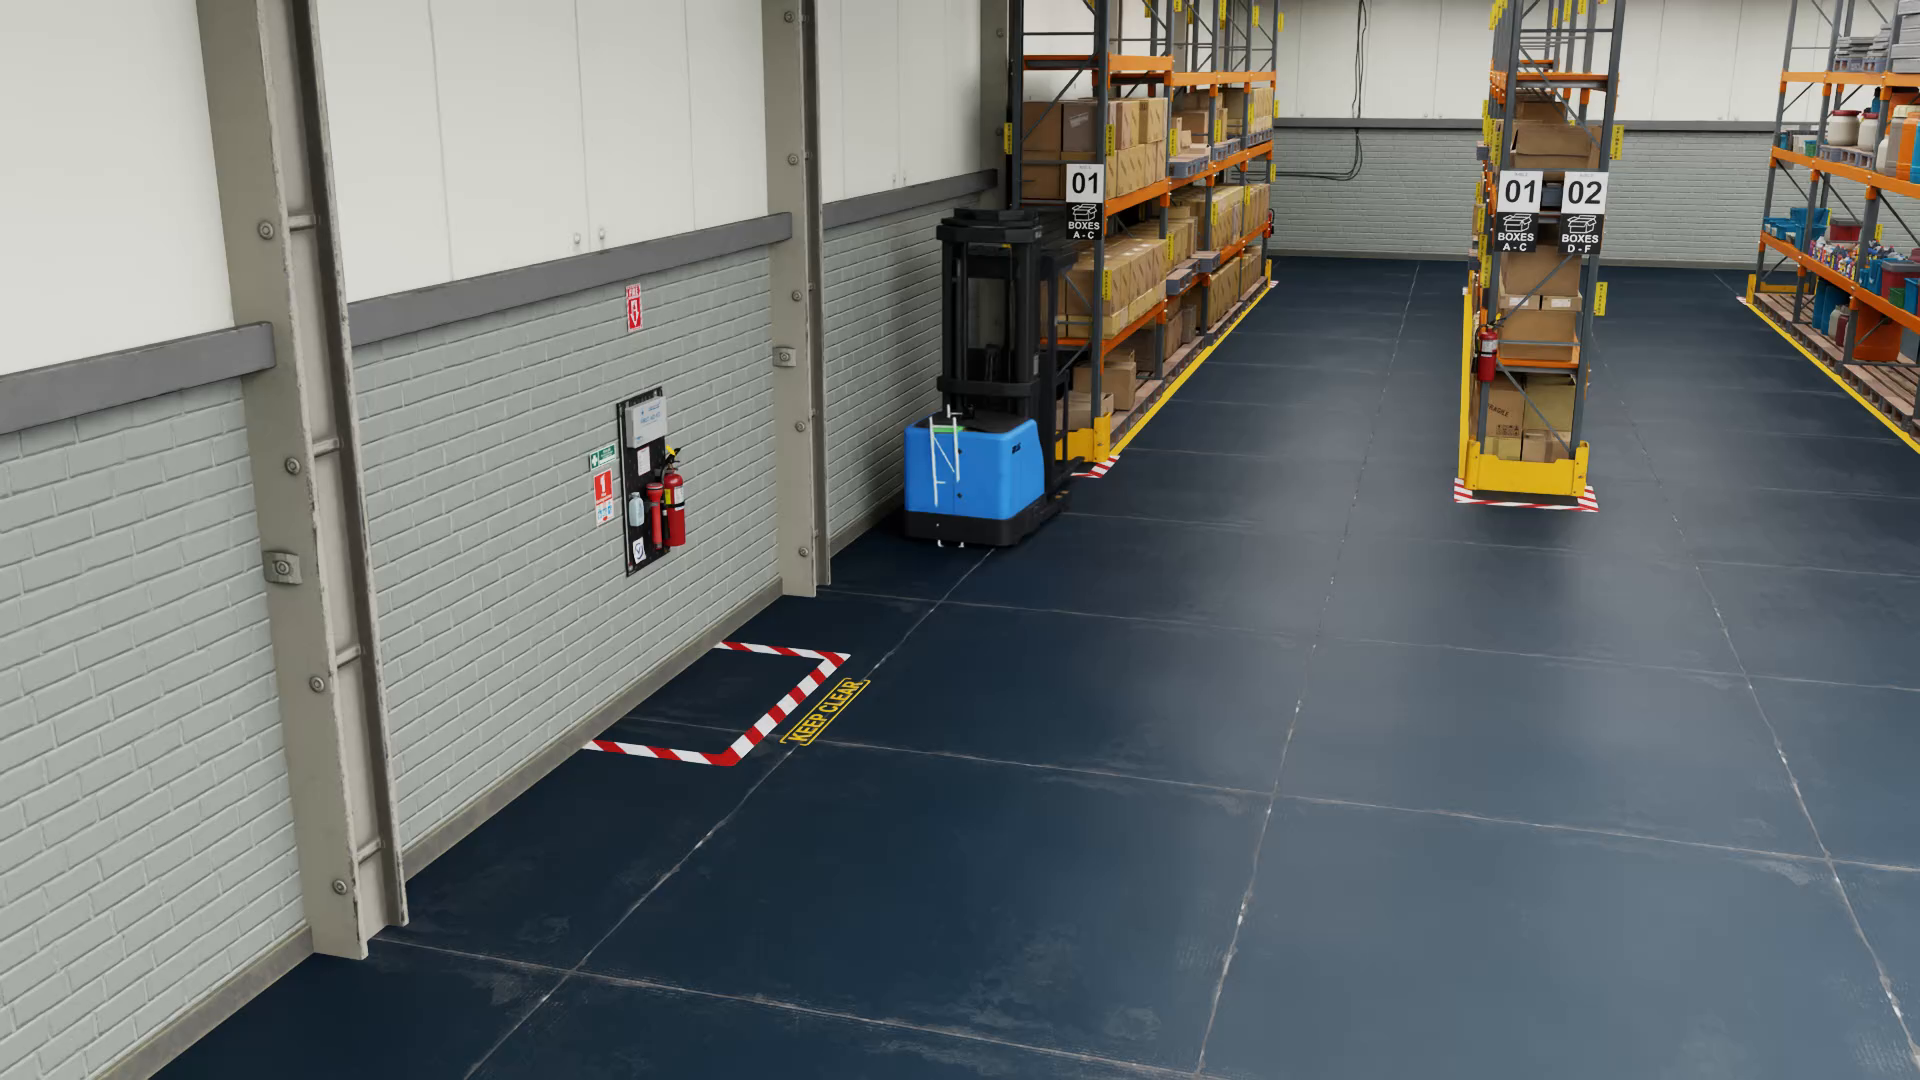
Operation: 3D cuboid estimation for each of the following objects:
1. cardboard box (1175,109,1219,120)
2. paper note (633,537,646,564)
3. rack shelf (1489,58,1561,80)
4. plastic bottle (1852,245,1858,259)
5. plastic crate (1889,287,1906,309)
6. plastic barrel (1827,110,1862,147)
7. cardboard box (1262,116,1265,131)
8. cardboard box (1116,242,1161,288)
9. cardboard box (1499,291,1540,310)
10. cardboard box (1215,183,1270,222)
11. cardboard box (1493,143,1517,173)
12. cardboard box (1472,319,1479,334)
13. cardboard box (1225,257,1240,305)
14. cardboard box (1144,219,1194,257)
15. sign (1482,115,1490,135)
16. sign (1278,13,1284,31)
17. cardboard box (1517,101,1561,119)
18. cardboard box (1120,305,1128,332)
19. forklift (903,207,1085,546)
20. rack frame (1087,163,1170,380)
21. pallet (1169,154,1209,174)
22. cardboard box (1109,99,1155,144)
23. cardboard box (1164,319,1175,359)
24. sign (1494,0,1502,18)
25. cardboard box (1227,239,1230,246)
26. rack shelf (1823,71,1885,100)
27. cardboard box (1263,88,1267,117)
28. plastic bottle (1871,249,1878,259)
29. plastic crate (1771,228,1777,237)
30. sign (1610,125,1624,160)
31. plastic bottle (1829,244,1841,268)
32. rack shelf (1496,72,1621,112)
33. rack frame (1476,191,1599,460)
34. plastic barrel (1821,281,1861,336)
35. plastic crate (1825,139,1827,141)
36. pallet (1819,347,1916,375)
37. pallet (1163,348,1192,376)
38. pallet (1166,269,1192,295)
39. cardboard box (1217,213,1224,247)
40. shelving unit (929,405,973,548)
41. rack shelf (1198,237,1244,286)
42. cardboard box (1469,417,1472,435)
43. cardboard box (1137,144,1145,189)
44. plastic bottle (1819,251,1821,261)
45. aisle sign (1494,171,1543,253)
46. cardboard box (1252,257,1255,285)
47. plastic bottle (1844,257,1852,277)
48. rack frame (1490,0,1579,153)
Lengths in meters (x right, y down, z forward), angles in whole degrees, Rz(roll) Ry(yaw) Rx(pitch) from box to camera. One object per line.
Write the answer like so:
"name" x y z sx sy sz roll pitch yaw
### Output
"cardboard box" 3.803 -6.702 26.896 0.700 0.500 0.500 5 16 16
"paper note" -2.143 0.070 11.122 0.016 0.148 0.142 5 16 16
"rack shelf" 9.777 -8.176 28.910 1.077 0.370 4.000 5 16 16
"plastic bottle" 14.030 -4.511 26.020 0.097 0.201 0.097 0 16 0
"plastic crate" 11.907 -3.012 20.761 0.450 0.188 0.662 5 16 16
"plastic barrel" 13.567 -6.322 25.525 0.433 0.535 0.433 0 16 0
"cardboard box" 5.351 -7.680 30.656 0.500 0.250 0.500 4 16 14
"cardboard box" 2.210 -3.424 20.690 0.500 0.500 0.500 5 16 16
"cardboard box" 5.724 -2.450 17.019 0.380 0.149 0.250 4 16 15
"cardboard box" 5.459 -6.554 32.311 0.980 0.700 0.700 5 17 18
"cardboard box" 6.031 -4.112 17.890 0.500 0.311 0.500 7 17 22
"cardboard box" 7.500 -2.965 23.447 0.500 0.311 0.500 4 16 14
"cardboard box" 4.398 -4.485 28.737 0.750 0.750 0.750 5 17 17
"cardboard box" 3.064 -4.439 24.414 0.700 0.500 0.500 3 16 11
"sign" 8.686 -6.846 27.447 0.100 0.325 0.005 5 16 16
"sign" 6.111 -9.872 31.707 0.100 0.325 0.005 5 16 16
"cardboard box" 7.288 -5.264 20.947 0.500 0.500 0.500 6 17 21
"cardboard box" 1.625 -2.536 18.931 0.500 0.250 0.500 4 16 14
"forklift" 0.470 -1.715 15.926 1.130 2.935 3.031 6 17 20
"rack frame" 2.184 -3.405 21.757 1.000 3.000 0.127 5 16 16
"pallet" 2.754 -5.182 22.871 1.213 0.211 1.003 5 16 16
"cardboard box" 2.018 -4.953 19.666 0.500 0.500 0.500 4 16 14
"cardboard box" 2.660 -2.877 23.671 0.700 0.500 0.500 5 17 17
"sign" 7.549 -7.481 23.278 0.100 0.325 0.005 5 16 16
"cardboard box" 4.316 -5.012 27.845 0.380 0.149 0.250 5 16 16
"rack shelf" 13.388 -6.554 23.917 1.077 0.370 4.000 5 16 16
"cardboard box" 5.355 -8.046 30.572 0.500 0.500 0.500 4 16 13
"plastic bottle" 13.678 -4.221 24.870 0.097 0.271 0.097 0 16 0
"plastic crate" 14.344 -5.384 29.108 0.250 0.136 0.298 5 16 16
"sign" 6.329 -3.832 16.020 0.100 0.325 0.005 5 16 16
"plastic bottle" 13.026 -4.219 24.718 0.144 0.351 0.185 5 16 16
"rack shelf" 6.367 -4.846 17.895 1.077 0.370 4.000 5 16 16
"rack frame" 5.798 -1.975 16.716 1.000 3.000 0.127 5 16 16
"plastic barrel" 13.584 -3.596 25.506 0.600 0.901 0.708 5 16 16
"plastic crate" 15.087 -6.837 28.749 0.450 0.188 0.336 5 16 16
"pallet" 13.004 -2.551 23.857 1.003 0.211 1.213 5 16 16
"pallet" 2.749 -2.587 23.985 1.003 0.211 1.213 5 16 16
"pallet" 2.541 -3.501 22.448 1.003 0.211 1.213 5 16 16
"cardboard box" 3.862 -4.896 26.248 0.500 0.500 0.500 5 17 18
"shelving unit" -0.043 -0.582 15.054 0.258 1.200 0.503 2 18 18
"rack shelf" 3.890 -4.628 27.389 1.077 0.370 4.000 5 16 16
"cardboard box" 5.798 -1.149 18.074 0.500 0.250 0.500 5 16 16
"cardboard box" 1.845 -4.343 19.347 0.500 0.500 0.500 6 17 19
"plastic bottle" 13.241 -4.368 25.515 0.097 0.201 0.097 0 16 0
"aisle sign" 5.498 -3.231 16.381 0.394 0.787 0.004 5 16 16
"cardboard box" 5.207 -5.090 31.511 0.700 0.500 0.500 4 16 14
"plastic bottle" 12.697 -3.900 23.739 0.097 0.271 0.097 0 16 0
"rack frame" 8.072 -6.954 23.277 1.000 3.000 0.127 5 16 16
